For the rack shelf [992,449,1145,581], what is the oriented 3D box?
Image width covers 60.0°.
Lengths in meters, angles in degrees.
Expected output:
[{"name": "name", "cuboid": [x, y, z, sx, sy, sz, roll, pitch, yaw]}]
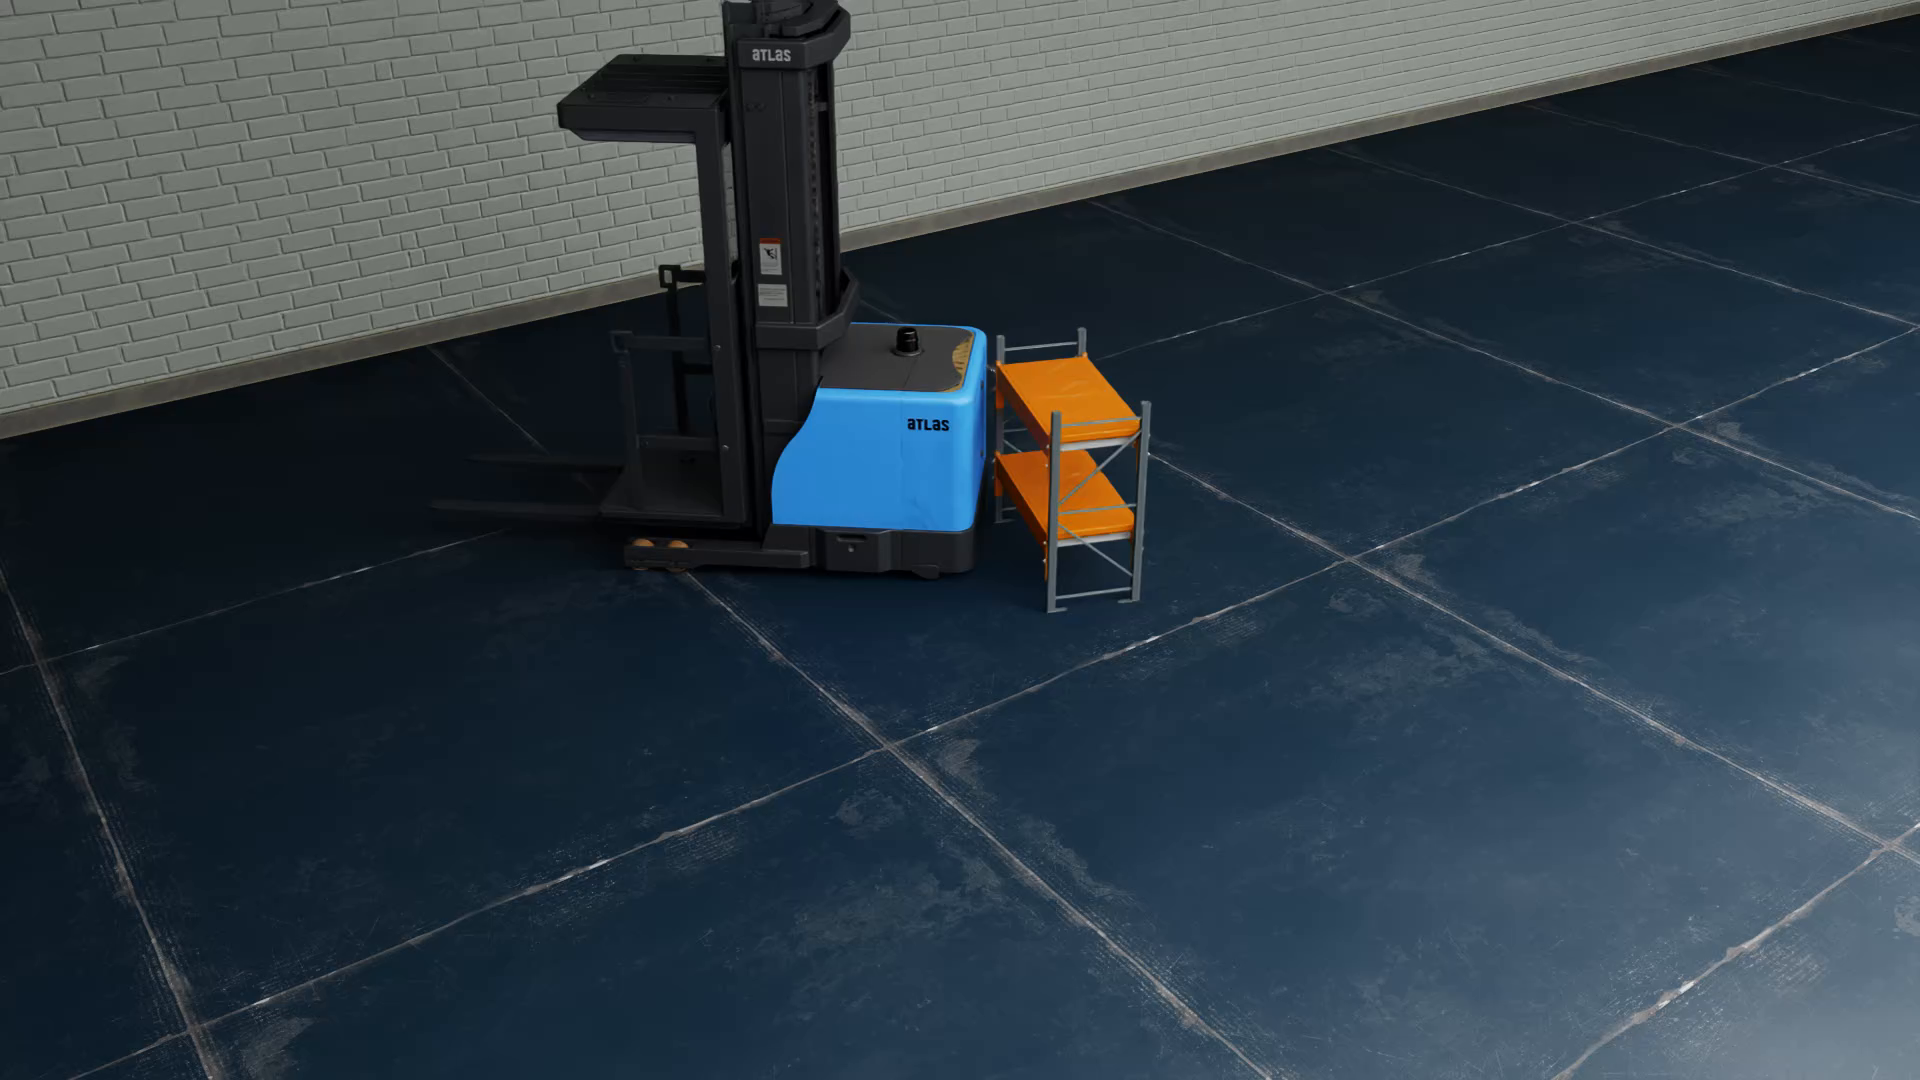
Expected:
[{"name": "rack shelf", "cuboid": [0.562, -0.172, 8.900, 0.538, 0.278, 1.000, -7, 29, -12]}]

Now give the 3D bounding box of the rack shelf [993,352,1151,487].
[{"name": "rack shelf", "cuboid": [0.562, -0.644, 8.643, 0.538, 0.278, 1.000, -7, 29, -12]}]

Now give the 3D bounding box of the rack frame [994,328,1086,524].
[{"name": "rack frame", "cuboid": [0.437, -0.622, 9.216, 0.500, 1.125, 0.032, -7, 29, -12]}]

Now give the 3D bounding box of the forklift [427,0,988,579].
[{"name": "forklift", "cuboid": [-1.388, -1.363, 8.689, 3.031, 2.935, 1.130, 3, 29, 5]}]

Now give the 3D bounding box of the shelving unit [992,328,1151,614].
[{"name": "shelving unit", "cuboid": [0.562, -0.386, 8.783, 0.538, 1.125, 1.048, -7, 29, -12]}]

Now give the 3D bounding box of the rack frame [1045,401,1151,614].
[{"name": "rack frame", "cuboid": [0.687, -0.151, 8.350, 0.500, 1.125, 0.032, -7, 29, -12]}]
